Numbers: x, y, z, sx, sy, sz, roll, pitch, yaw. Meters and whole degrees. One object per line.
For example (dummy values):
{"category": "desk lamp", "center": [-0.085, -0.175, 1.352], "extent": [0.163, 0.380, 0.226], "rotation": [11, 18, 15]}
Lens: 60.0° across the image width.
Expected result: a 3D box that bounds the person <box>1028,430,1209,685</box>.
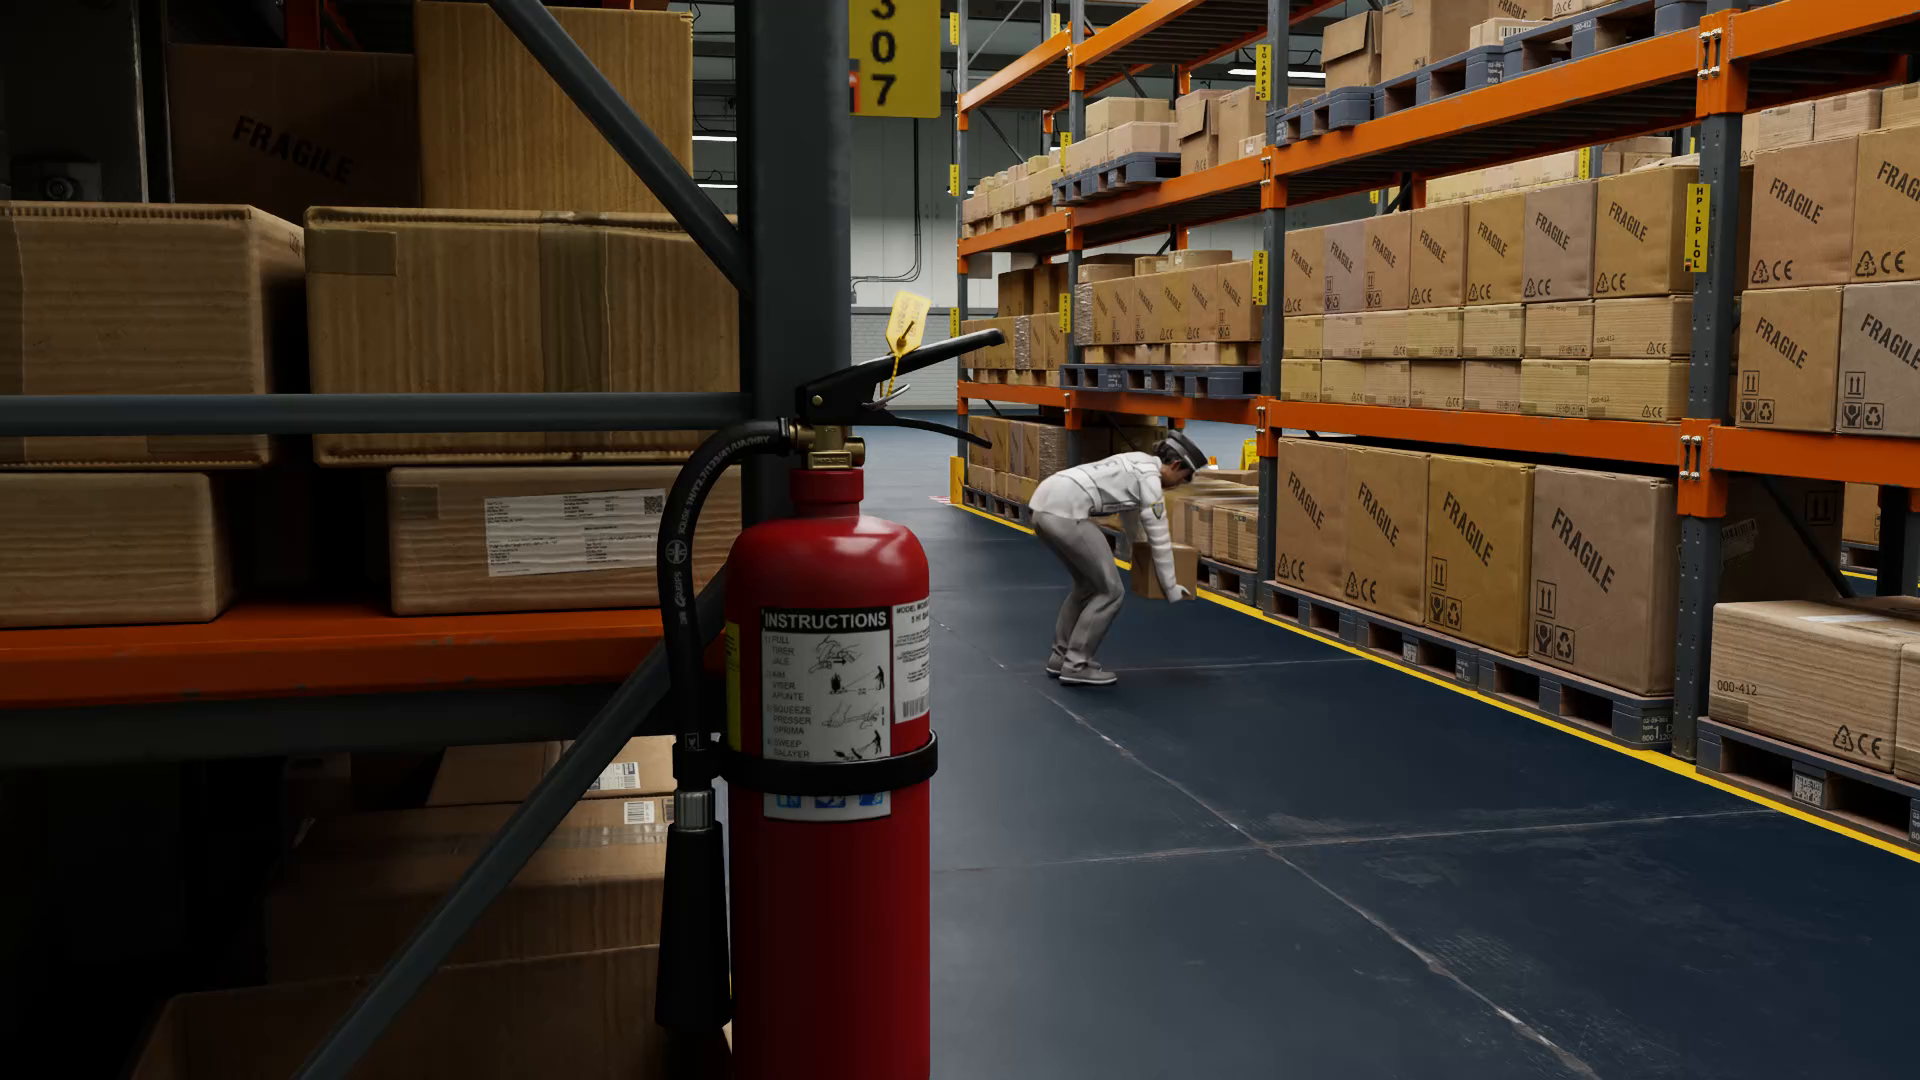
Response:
{"category": "person", "center": [0.782, 0.074, 8.095], "extent": [0.903, 1.213, 0.428], "rotation": [-2, 6, -16]}
